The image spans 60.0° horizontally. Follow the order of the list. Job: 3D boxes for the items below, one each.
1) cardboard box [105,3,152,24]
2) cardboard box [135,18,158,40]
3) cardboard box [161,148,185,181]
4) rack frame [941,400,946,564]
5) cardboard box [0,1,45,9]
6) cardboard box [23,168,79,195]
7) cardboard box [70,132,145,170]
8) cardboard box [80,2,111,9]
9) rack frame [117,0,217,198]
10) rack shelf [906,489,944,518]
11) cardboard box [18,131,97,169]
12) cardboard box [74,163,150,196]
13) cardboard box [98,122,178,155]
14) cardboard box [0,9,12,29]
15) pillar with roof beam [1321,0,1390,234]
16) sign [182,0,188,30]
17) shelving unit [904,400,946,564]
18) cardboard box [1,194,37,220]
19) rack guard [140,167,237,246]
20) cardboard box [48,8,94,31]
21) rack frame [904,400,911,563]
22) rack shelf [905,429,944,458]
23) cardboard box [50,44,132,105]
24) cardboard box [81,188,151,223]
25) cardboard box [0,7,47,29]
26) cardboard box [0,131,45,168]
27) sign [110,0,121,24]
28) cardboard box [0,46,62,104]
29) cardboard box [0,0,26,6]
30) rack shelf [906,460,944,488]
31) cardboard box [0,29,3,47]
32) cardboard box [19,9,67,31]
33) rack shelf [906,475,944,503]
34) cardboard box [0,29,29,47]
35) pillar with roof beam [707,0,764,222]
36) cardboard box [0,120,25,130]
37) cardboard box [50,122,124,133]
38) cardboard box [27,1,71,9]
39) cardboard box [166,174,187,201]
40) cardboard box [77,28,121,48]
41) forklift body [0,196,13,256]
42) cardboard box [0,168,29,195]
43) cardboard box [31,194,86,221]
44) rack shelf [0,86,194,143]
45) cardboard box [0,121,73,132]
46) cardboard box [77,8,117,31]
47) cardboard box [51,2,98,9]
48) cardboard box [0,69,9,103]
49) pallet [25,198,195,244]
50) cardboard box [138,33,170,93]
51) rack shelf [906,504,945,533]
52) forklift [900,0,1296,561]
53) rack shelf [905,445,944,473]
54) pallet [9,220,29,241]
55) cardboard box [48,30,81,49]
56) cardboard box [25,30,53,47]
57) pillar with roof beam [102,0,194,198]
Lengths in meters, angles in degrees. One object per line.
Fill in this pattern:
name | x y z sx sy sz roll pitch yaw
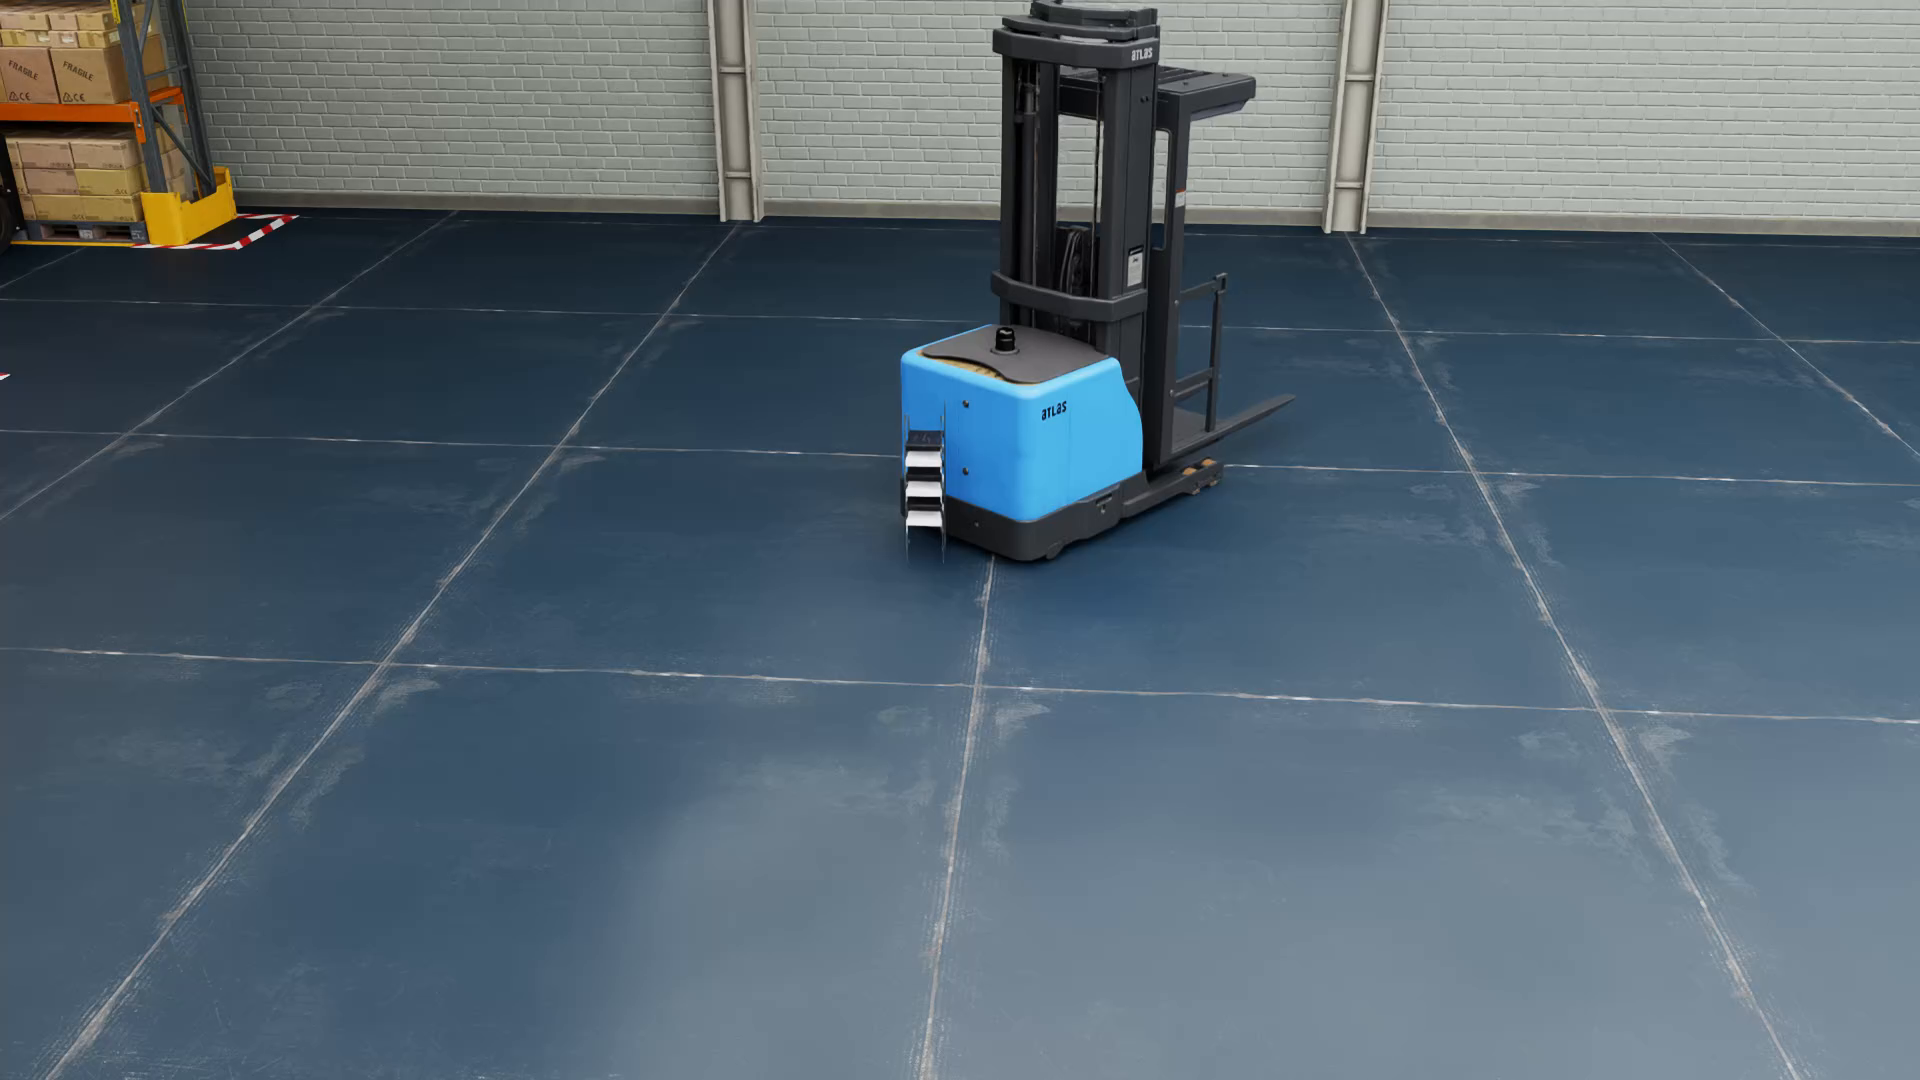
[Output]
cardboard box | -7.877 -4.990 15.754 0.250 0.149 0.380 1 25 3
cardboard box | -7.877 -4.874 15.858 0.250 0.149 0.380 1 25 3
cardboard box | -8.011 -3.685 16.359 0.500 0.250 0.500 2 25 5
rack frame | -0.094 -0.321 9.372 0.006 0.900 0.240 1 25 3
cardboard box | -8.910 -5.027 15.834 0.250 0.149 0.380 3 25 6
cardboard box | -8.567 -3.489 15.933 0.500 0.250 0.500 2 25 3
cardboard box | -8.042 -3.695 15.783 0.500 0.250 0.500 3 25 6
cardboard box | -8.137 -5.024 15.829 0.250 0.149 0.380 3 25 6
rack frame | -7.559 -4.415 15.756 0.127 3.000 1.000 2 25 4
rack shelf | -0.195 -0.212 9.429 0.200 0.077 0.258 1 25 3
cardboard box | -8.551 -3.709 15.813 0.500 0.250 0.500 2 25 5
cardboard box | -8.068 -3.469 15.889 0.500 0.250 0.500 2 25 3
cardboard box | -8.023 -3.905 16.238 0.500 0.250 0.500 1 25 3
cardboard box | -8.954 -4.807 15.356 0.250 0.149 0.380 2 25 5
pillar with roof beam | 3.451 -5.360 10.632 0.400 9.000 9.100 2 25 4
sign | -7.510 -5.075 16.060 0.005 0.325 0.100 2 25 4
shelving unit | -0.195 -0.324 9.377 0.210 0.900 0.258 1 25 3
cardboard box | -9.044 -3.279 16.075 0.500 0.250 0.500 2 25 5
rack guard | -7.535 -3.278 16.276 0.348 0.500 1.175 2 25 4
cardboard box | -8.180 -4.808 15.360 0.250 0.149 0.380 2 25 4
rack frame | -0.297 -0.326 9.383 0.006 0.900 0.240 1 25 3
rack shelf | -0.195 -0.539 9.278 0.200 0.077 0.258 1 25 3
cardboard box | -8.069 -4.366 15.531 0.500 0.500 0.500 1 25 3
cardboard box | -8.051 -3.240 15.989 0.500 0.250 0.500 2 25 4
cardboard box | -8.686 -4.844 15.438 0.250 0.149 0.380 2 25 4
cardboard box | -9.055 -3.721 15.839 0.500 0.250 0.500 2 25 5
sign | -7.614 -4.822 14.974 0.005 0.325 0.100 2 25 4
cardboard box | -8.586 -4.387 15.576 0.500 0.500 0.500 3 25 6
cardboard box | -9.164 -5.076 15.942 0.250 0.149 0.380 1 25 3
rack shelf | -0.195 -0.375 9.353 0.200 0.077 0.258 1 25 3
cardboard box | -8.953 -4.680 15.437 0.250 0.149 0.380 1 25 2
cardboard box | -8.443 -4.805 15.354 0.250 0.149 0.380 2 25 5
rack shelf | -0.195 -0.294 9.391 0.200 0.077 0.258 1 25 3
cardboard box | -8.683 -4.691 15.461 0.250 0.149 0.380 2 25 4
pillar with roof beam | -2.531 -5.552 11.050 0.400 9.000 9.100 2 25 4
cardboard box | -9.530 -3.959 16.356 0.500 0.250 0.500 1 25 3
cardboard box | -8.522 -3.919 16.270 0.500 0.250 0.500 2 25 4
cardboard box | -8.645 -5.029 15.839 0.250 0.149 0.380 2 25 4
cardboard box | -8.033 -3.453 16.454 0.500 0.250 0.500 2 25 4
cardboard box | -7.926 -4.649 15.369 0.250 0.149 0.380 2 25 5
forklift body | -9.589 -3.329 14.412 1.214 2.155 2.313 2 25 4
cardboard box | -9.083 -3.497 15.950 0.500 0.250 0.500 1 25 3
cardboard box | -8.546 -3.259 16.032 0.500 0.250 0.500 2 25 4
rack shelf | -9.553 -4.152 16.045 4.000 0.370 1.077 2 25 4
cardboard box | -9.020 -3.940 16.314 0.500 0.250 0.500 2 25 4
cardboard box | -7.932 -4.813 15.371 0.250 0.149 0.380 2 25 4
cardboard box | -8.400 -5.015 15.808 0.250 0.149 0.380 2 25 5
cardboard box | -9.097 -4.403 15.611 0.500 0.500 0.500 1 25 3
pallet | -8.324 -3.155 16.354 1.213 0.211 1.003 2 25 4
cardboard box | -8.031 -4.592 16.021 0.500 0.500 0.500 3 25 6
rack shelf | -0.195 -0.130 9.466 0.200 0.077 0.258 1 25 3
forklift | 1.017 -1.743 10.031 1.130 2.935 3.031 21 32 38
rack shelf | -0.195 -0.457 9.316 0.200 0.077 0.258 1 25 3
pallet | -9.537 -3.195 16.441 1.213 0.211 1.003 2 25 4
cardboard box | -8.183 -4.645 15.360 0.250 0.149 0.380 2 25 5
cardboard box | -8.437 -4.679 15.434 0.250 0.149 0.380 2 25 5
pillar with roof beam | -8.513 -5.744 11.467 0.400 9.000 9.100 2 25 4
